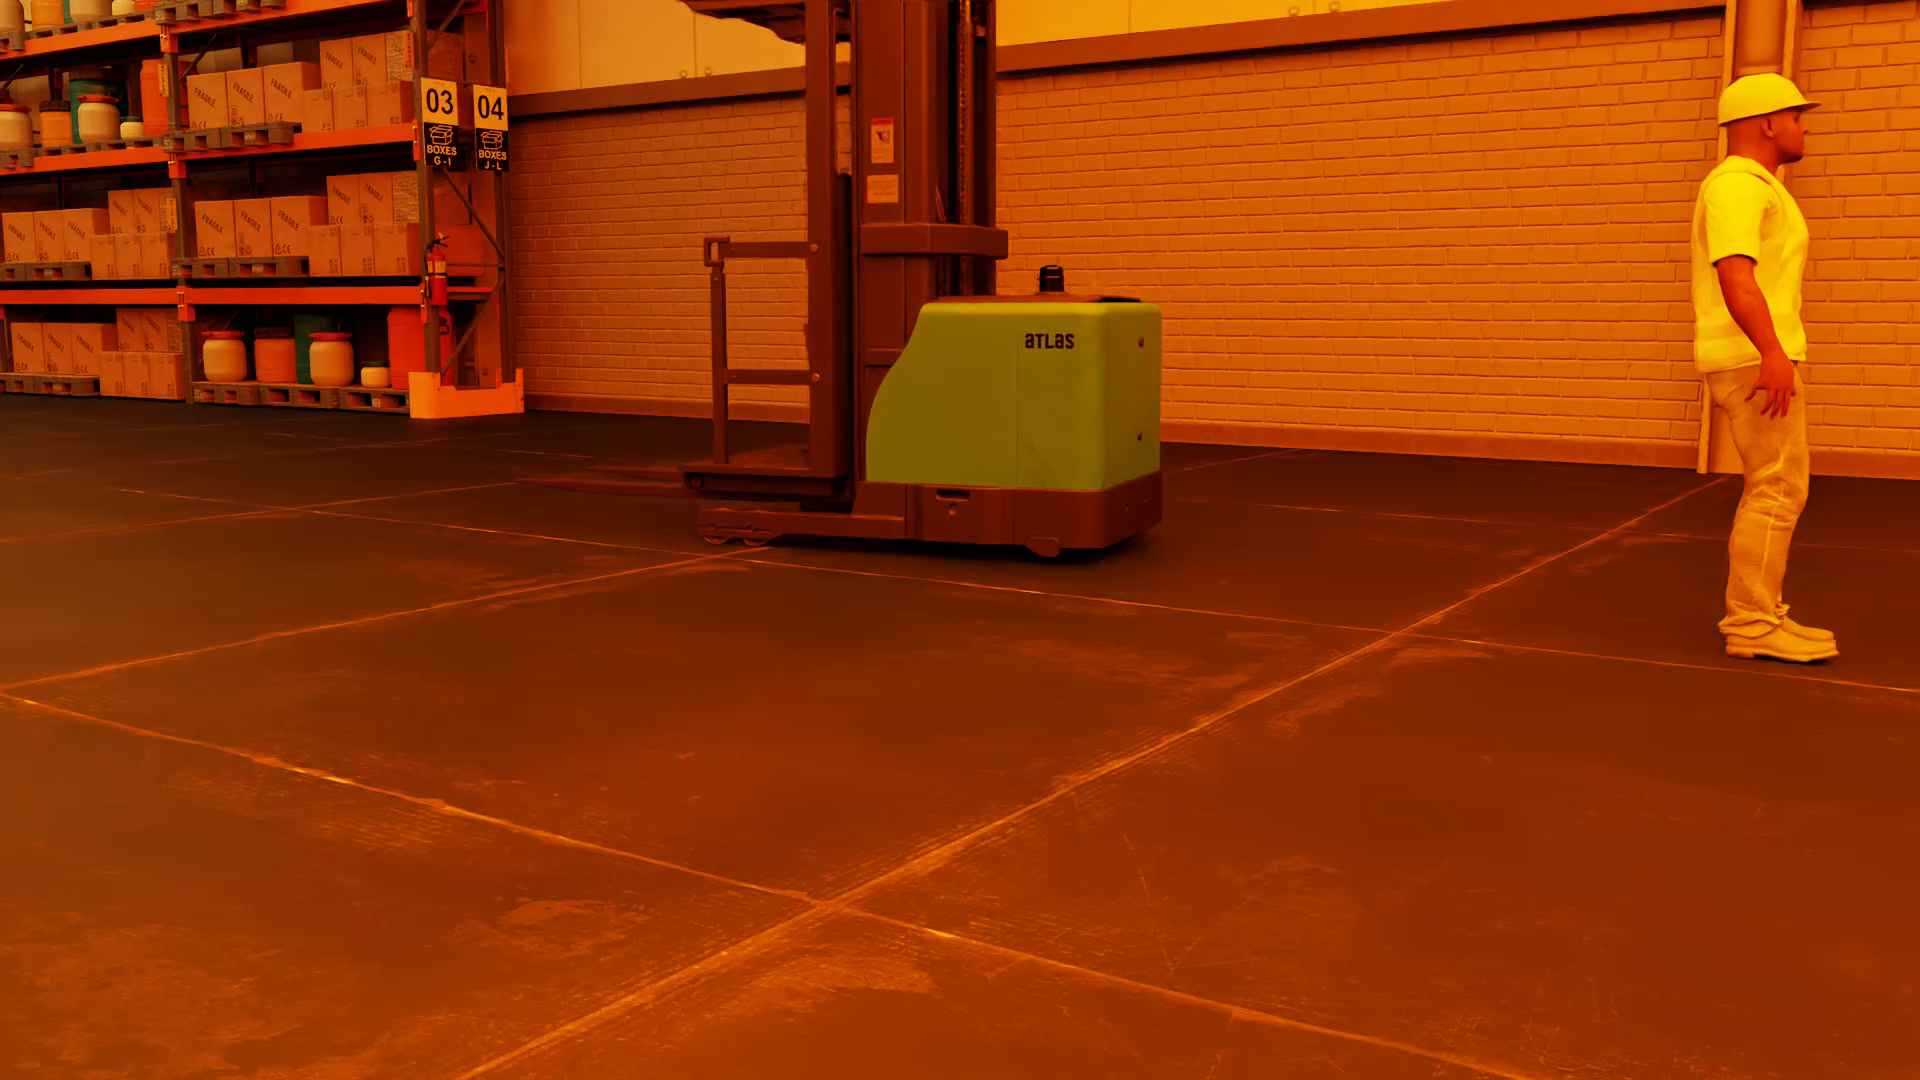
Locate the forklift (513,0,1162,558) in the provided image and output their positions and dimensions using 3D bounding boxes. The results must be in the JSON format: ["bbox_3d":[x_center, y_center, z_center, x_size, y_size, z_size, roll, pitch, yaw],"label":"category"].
[{"bbox_3d":[-0.638,-1.485,7.639,3.031,2.935,1.130,3,9,21],"label":"forklift"}]

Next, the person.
[{"bbox_3d":[2.501,-0.532,5.130,0.497,1.780,0.660,3,9,22],"label":"person"}]
